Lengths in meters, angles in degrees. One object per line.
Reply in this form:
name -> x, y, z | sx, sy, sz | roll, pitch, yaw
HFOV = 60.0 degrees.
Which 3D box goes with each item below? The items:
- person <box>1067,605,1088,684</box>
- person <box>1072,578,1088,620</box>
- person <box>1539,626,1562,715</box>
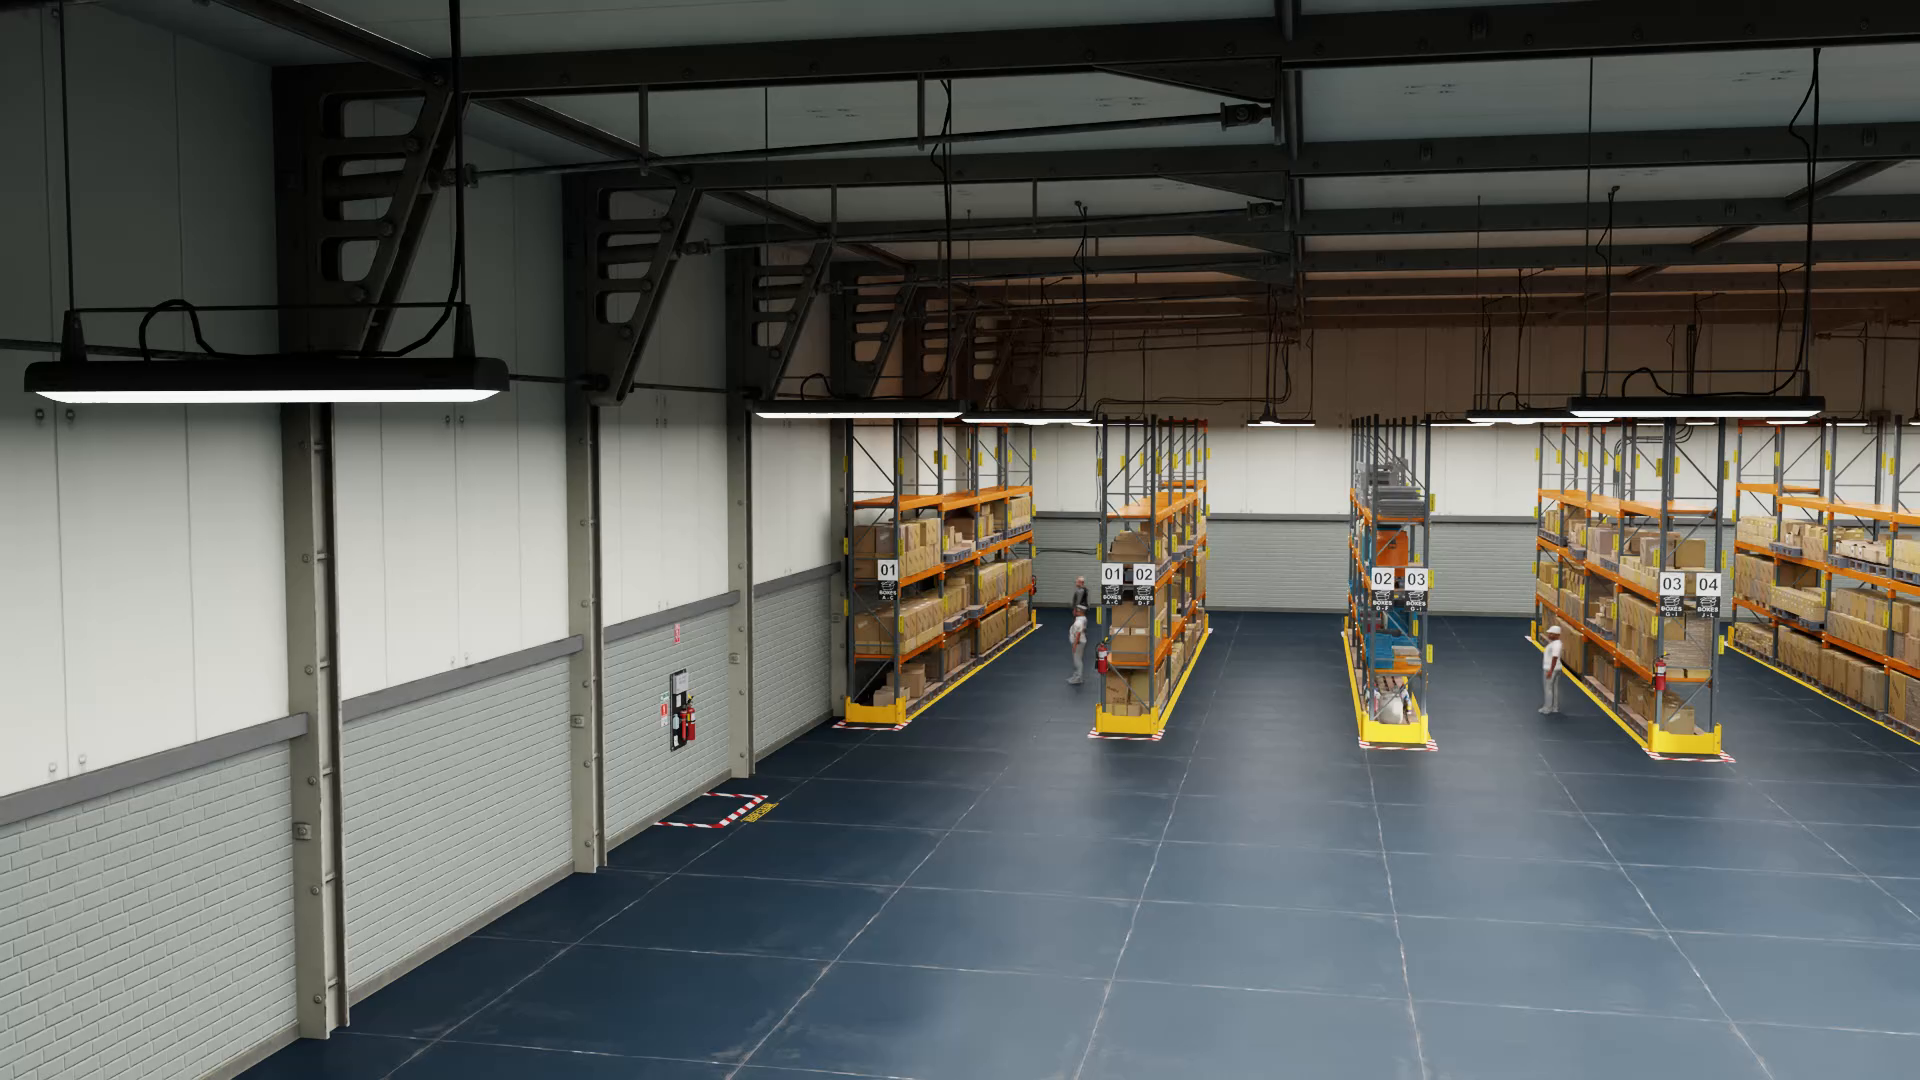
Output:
person -> 2.657, 2.341, 37.617 | 0.470, 1.755, 0.597 | 0, 4, 2
person -> 3.061, 1.830, 42.570 | 0.404, 1.732, 0.544 | 1, 4, 18
person -> 11.921, 2.613, 33.506 | 0.444, 1.777, 0.583 | 3, 5, 36
